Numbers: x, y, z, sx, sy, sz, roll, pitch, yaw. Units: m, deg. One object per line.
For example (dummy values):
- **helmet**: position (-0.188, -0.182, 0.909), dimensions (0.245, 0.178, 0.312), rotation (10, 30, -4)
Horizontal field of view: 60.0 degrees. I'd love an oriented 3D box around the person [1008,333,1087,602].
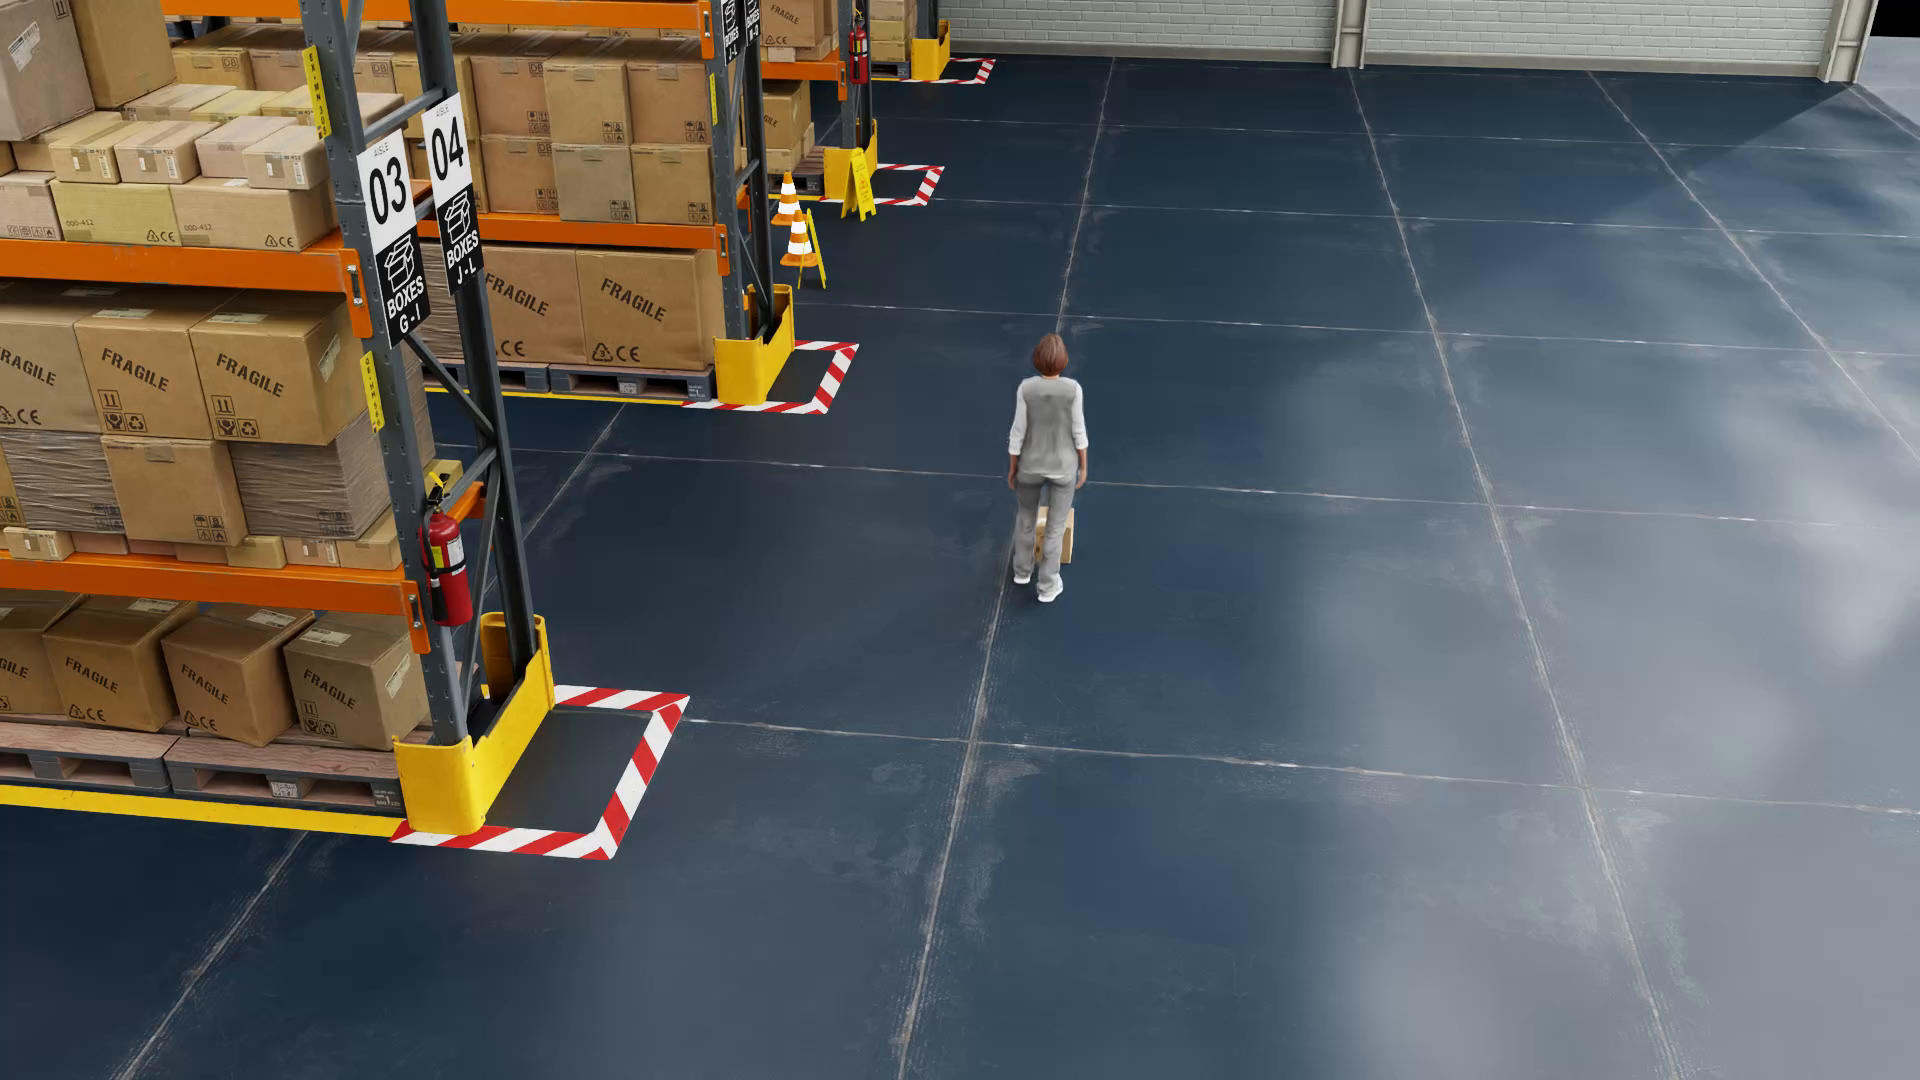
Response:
- **person**: position (0.499, -0.422, 9.404), dimensions (0.438, 1.588, 0.502), rotation (4, 29, 6)
